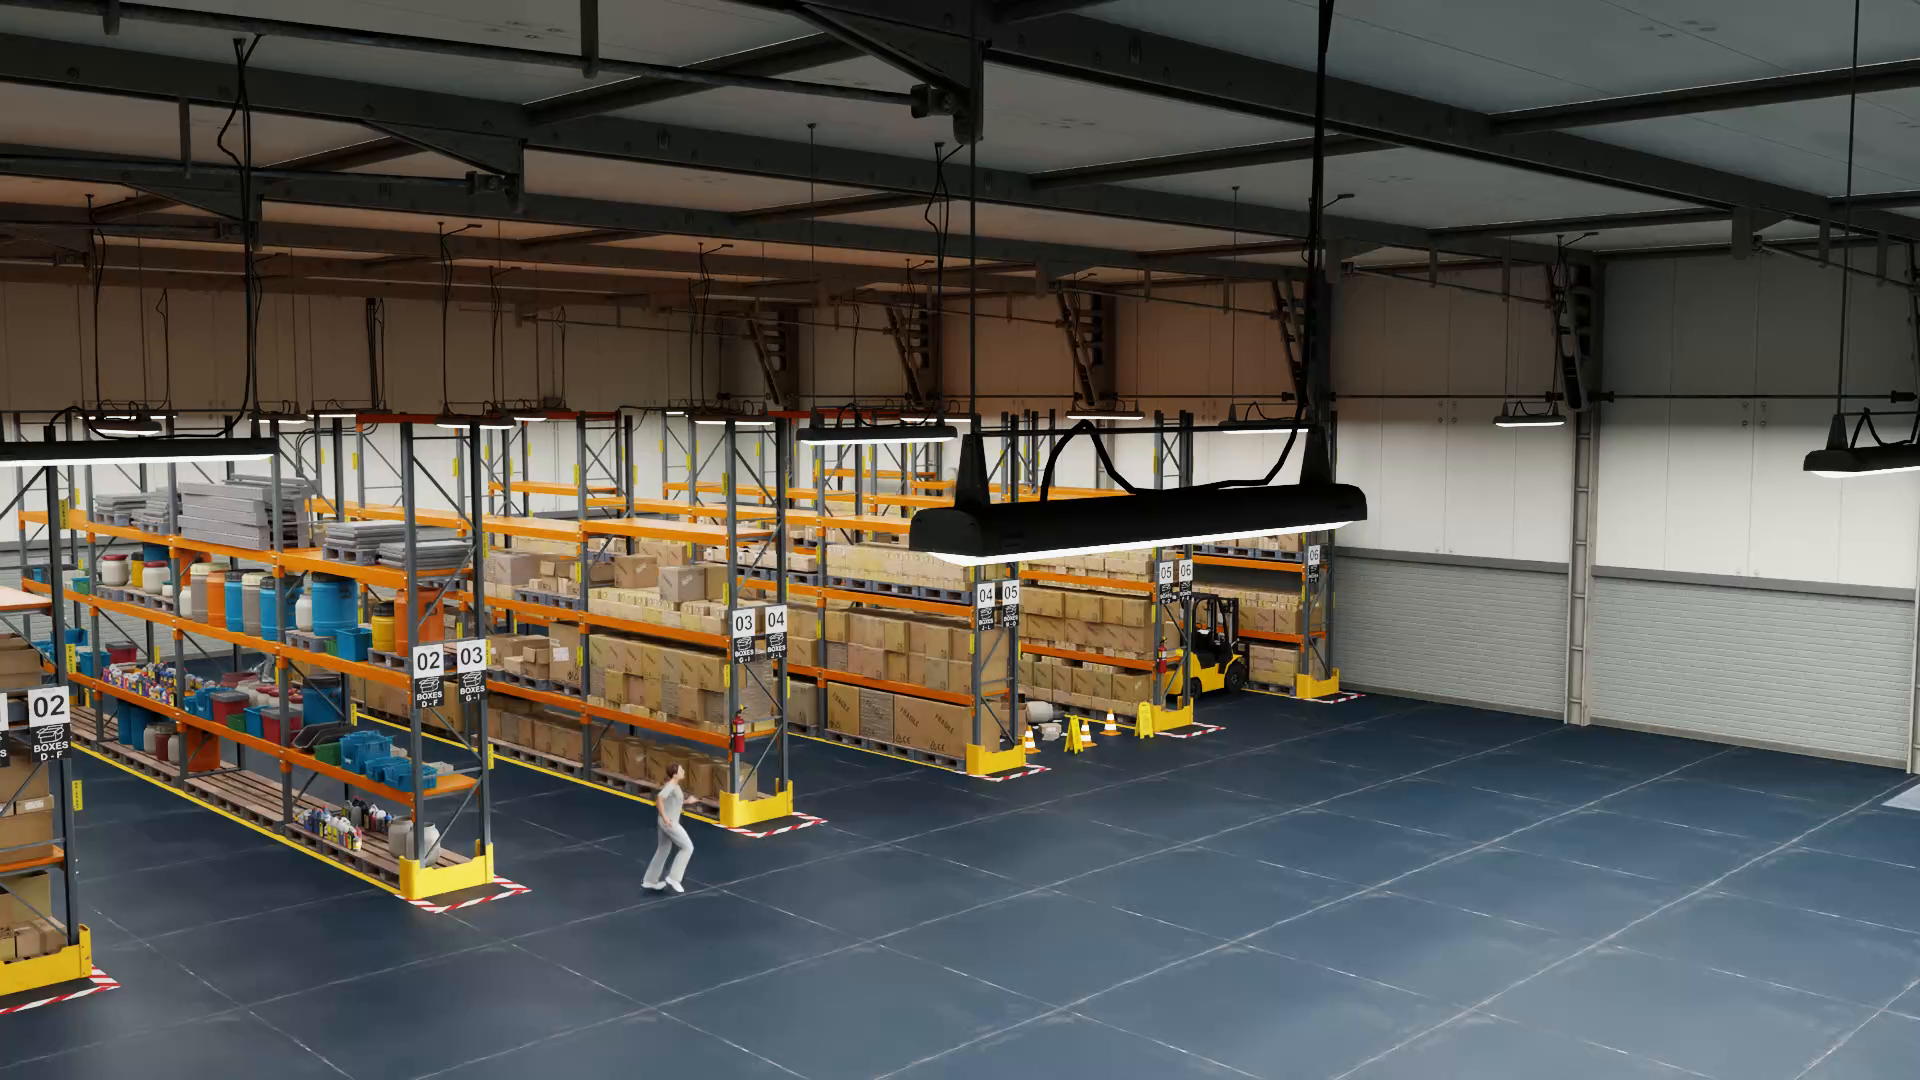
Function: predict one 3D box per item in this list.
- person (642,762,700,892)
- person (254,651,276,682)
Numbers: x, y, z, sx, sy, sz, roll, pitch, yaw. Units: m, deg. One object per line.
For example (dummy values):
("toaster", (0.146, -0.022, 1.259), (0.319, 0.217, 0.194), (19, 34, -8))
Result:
("person", (-3.677, 3.672, 21.225), (0.752, 1.695, 0.565), (-2, 5, -17))
("person", (-15.342, 2.364, 36.756), (0.540, 1.563, 0.557), (-2, 5, -19))
